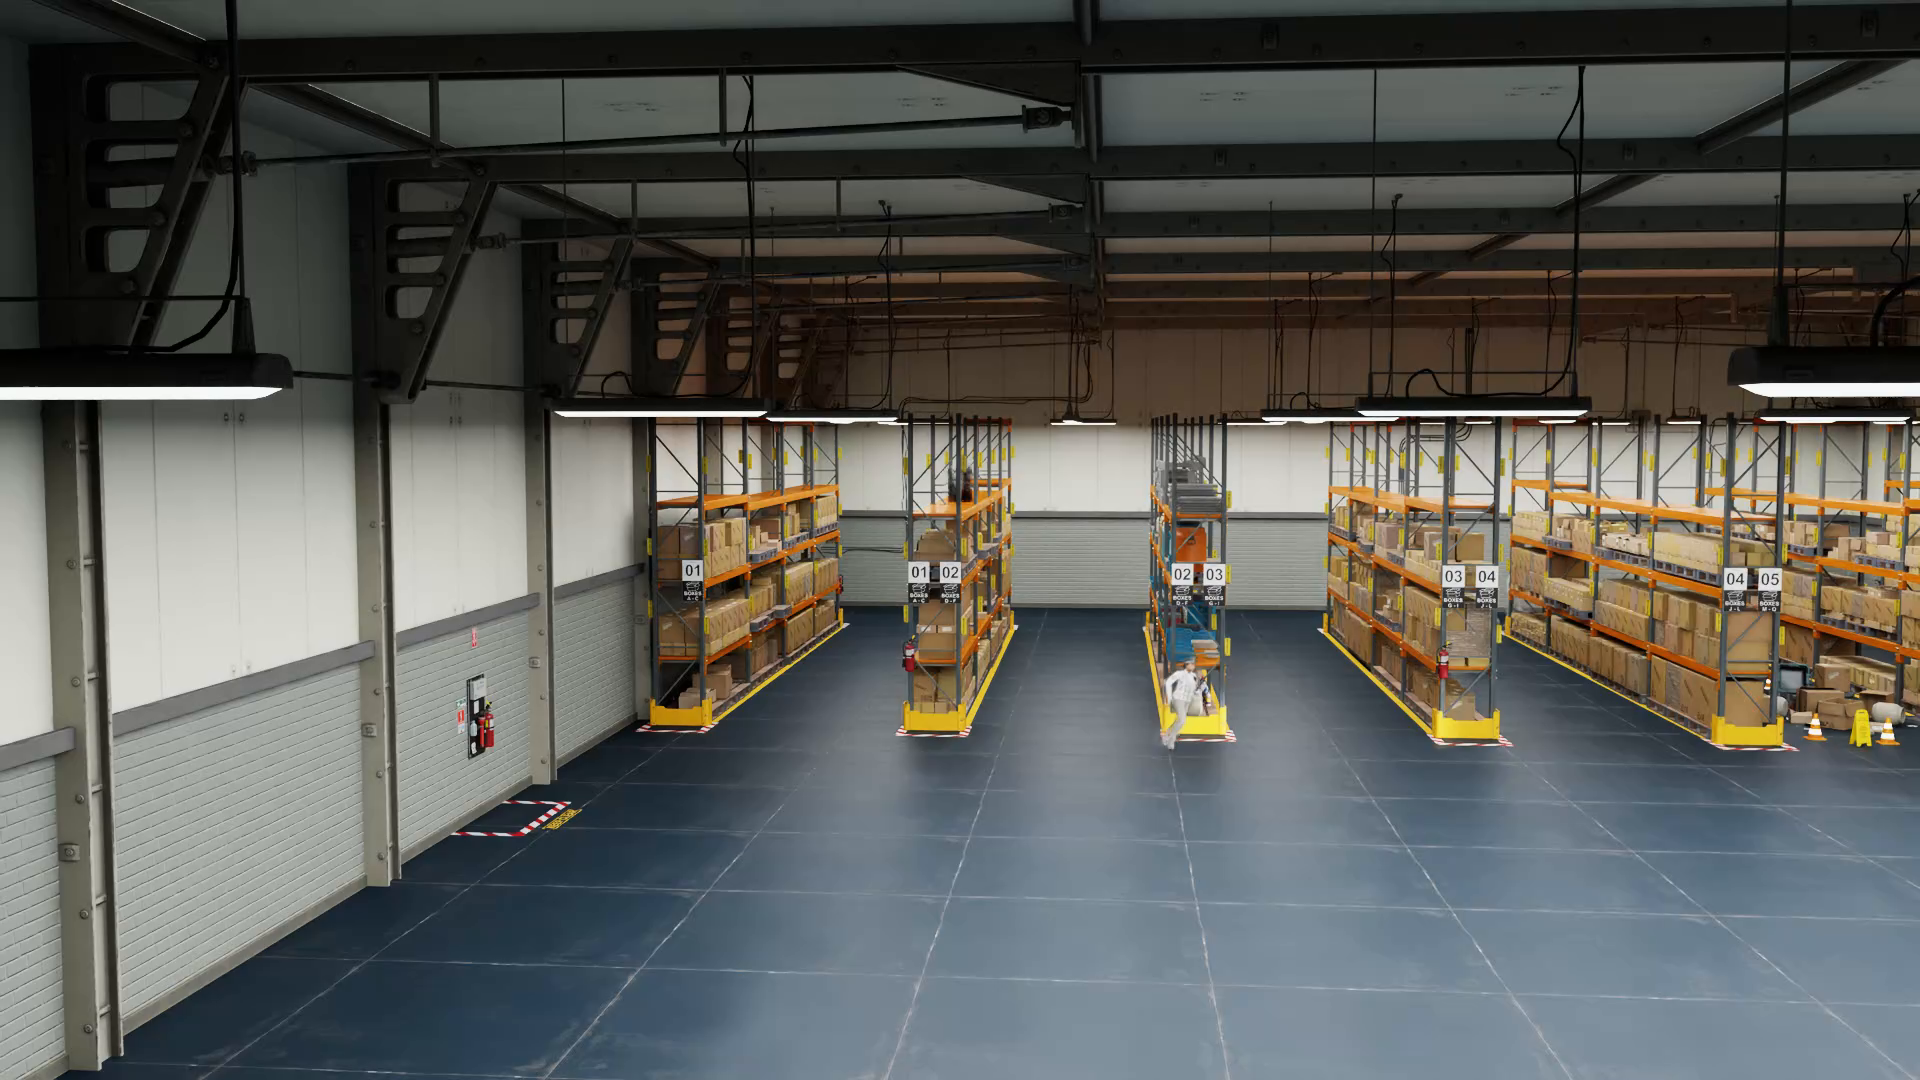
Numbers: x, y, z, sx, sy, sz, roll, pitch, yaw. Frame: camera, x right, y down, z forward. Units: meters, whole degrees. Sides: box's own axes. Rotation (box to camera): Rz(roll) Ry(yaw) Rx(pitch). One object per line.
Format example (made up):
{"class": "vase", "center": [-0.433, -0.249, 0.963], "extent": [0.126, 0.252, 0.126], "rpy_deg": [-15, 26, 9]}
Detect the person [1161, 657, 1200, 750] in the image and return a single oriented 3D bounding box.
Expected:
{"class": "person", "center": [3.960, 2.900, 29.721], "extent": [0.742, 1.627, 0.696], "rpy_deg": [-3, 5, -38]}

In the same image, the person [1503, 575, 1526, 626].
{"class": "person", "center": [15.995, 1.590, 47.958], "extent": [0.947, 1.762, 0.663], "rpy_deg": [-3, 5, -35]}

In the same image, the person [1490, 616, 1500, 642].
{"class": "person", "center": [12.328, 2.227, 39.104], "extent": [0.710, 1.714, 0.794], "rpy_deg": [1, 4, 8]}
